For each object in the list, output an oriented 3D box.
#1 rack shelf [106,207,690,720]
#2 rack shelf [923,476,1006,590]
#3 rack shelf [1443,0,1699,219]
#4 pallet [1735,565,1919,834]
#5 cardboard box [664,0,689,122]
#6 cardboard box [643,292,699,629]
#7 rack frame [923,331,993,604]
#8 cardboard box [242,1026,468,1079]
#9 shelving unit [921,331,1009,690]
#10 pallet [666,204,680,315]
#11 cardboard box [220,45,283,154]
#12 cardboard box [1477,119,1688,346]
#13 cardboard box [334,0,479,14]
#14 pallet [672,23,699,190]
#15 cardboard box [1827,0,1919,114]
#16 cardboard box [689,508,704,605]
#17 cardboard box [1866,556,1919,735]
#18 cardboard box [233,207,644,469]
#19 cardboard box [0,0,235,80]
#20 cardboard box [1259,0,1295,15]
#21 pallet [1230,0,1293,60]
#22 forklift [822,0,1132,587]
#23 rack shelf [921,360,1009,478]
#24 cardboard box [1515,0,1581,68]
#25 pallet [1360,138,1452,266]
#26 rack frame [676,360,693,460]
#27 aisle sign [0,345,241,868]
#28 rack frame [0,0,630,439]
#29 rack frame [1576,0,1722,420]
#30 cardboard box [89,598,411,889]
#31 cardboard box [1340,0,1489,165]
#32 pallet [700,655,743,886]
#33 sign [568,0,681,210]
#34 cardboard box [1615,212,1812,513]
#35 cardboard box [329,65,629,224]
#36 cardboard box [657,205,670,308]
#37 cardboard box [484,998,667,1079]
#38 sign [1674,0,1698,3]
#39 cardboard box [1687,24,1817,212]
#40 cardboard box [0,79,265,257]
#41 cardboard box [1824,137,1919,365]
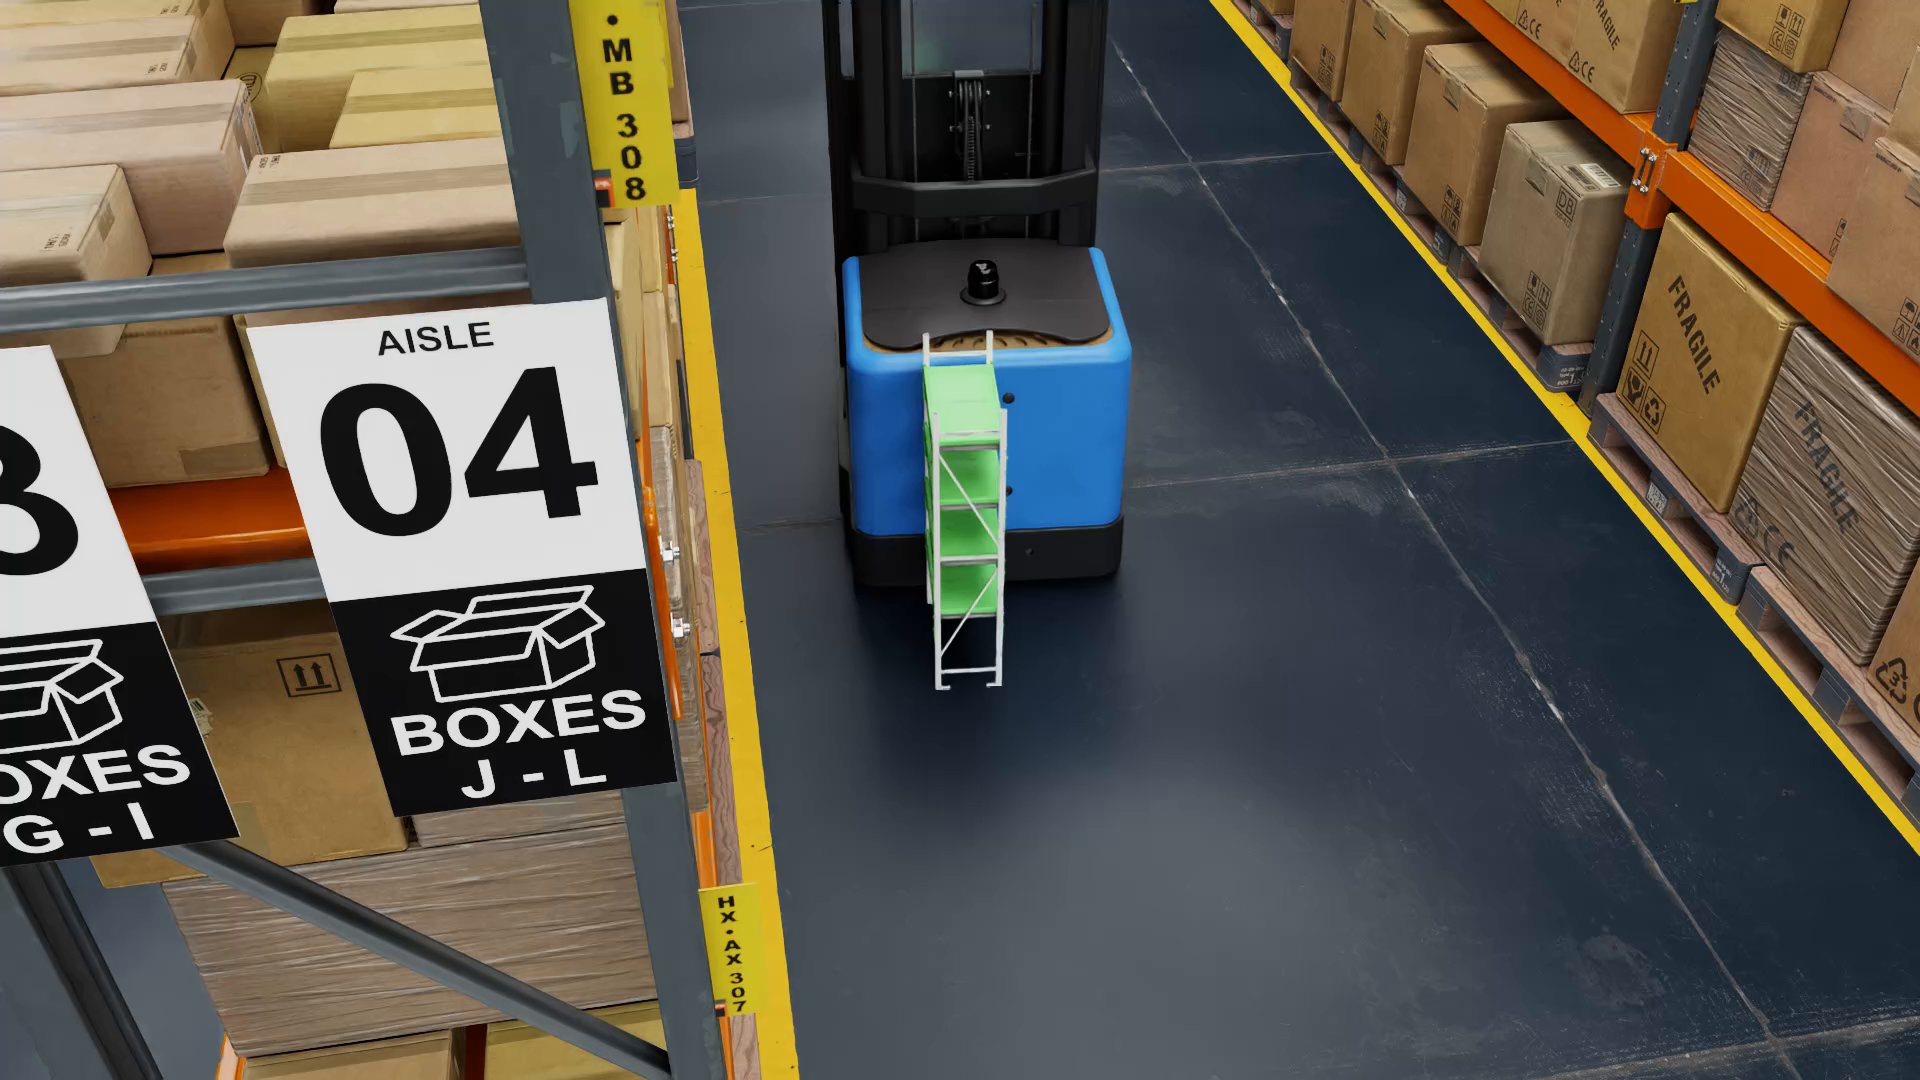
[{"bbox_3d":[-1.255,-1.031,3.774,1.077,0.370,4.000,-6,38,-8],"label":"rack shelf"},{"bbox_3d":[0.012,-0.036,5.923,0.258,0.148,0.480,-3,38,-4],"label":"rack shelf"},{"bbox_3d":[2.944,-2.735,8.412,1.077,0.370,4.000,-6,38,-8],"label":"rack shelf"},{"bbox_3d":[3.569,0.496,5.940,1.003,0.211,1.213,-6,38,-8],"label":"pallet"},{"bbox_3d":[-1.607,-2.237,6.353,1.000,1.000,1.000,-6,38,-8],"label":"cardboard box"},{"bbox_3d":[-0.813,-0.139,3.345,0.500,0.500,0.500,-6,38,-8],"label":"cardboard box"},{"bbox_3d":[-0.007,-0.236,6.076,0.240,1.200,0.015,-3,38,-4],"label":"rack frame"},{"bbox_3d":[-1.158,1.026,3.189,0.380,0.149,0.250,-6,38,-8],"label":"cardboard box"},{"bbox_3d":[0.012,-0.087,5.883,0.258,1.200,0.503,-3,38,-4],"label":"shelving unit"},{"bbox_3d":[-1.961,-1.446,8.440,1.003,0.211,1.213,-6,38,-8],"label":"pallet"},{"bbox_3d":[-1.330,-0.613,2.772,0.500,0.250,0.500,-6,38,-8],"label":"cardboard box"},{"bbox_3d":[3.098,-1.454,7.668,1.050,0.750,0.750,-6,38,-8],"label":"cardboard box"},{"bbox_3d":[-0.819,-0.875,2.784,0.380,0.149,0.250,-5,38,-6],"label":"cardboard box"},{"bbox_3d":[-1.597,-1.741,6.702,1.003,0.211,1.213,-6,38,-8],"label":"pallet"},{"bbox_3d":[3.537,-1.751,5.556,0.875,0.550,0.550,-6,38,-8],"label":"cardboard box"},{"bbox_3d":[-0.887,0.062,4.430,0.380,0.149,0.250,-6,38,-8],"label":"cardboard box"},{"bbox_3d":[3.656,0.344,5.252,0.875,0.875,0.875,-7,38,-9],"label":"cardboard box"},{"bbox_3d":[-0.735,-0.367,2.455,0.500,0.250,0.500,-5,38,-7],"label":"cardboard box"},{"bbox_3d":[-1.414,-0.812,2.703,0.380,0.149,0.250,-6,38,-8],"label":"cardboard box"},{"bbox_3d":[2.221,-3.776,10.860,0.500,0.500,0.500,-6,38,-8],"label":"cardboard box"},{"bbox_3d":[2.458,-3.598,11.210,1.003,0.211,1.213,-6,38,-8],"label":"pallet"},{"bbox_3d":[-0.002,-1.865,6.761,1.130,2.935,3.031,-3,38,-4],"label":"forklift"},{"bbox_3d":[0.012,-0.415,5.628,0.258,0.148,0.480,-3,38,-4],"label":"rack shelf"},{"bbox_3d":[2.852,-2.443,7.368,0.500,0.500,0.500,-7,38,-8],"label":"cardboard box"},{"bbox_3d":[2.868,-1.907,9.032,1.003,0.211,1.213,-6,38,-8],"label":"pallet"},{"bbox_3d":[-1.606,-1.339,6.029,1.000,3.000,0.127,-6,38,-8],"label":"rack frame"},{"bbox_3d":[-1.189,0.120,2.032,0.394,0.787,0.004,-6,38,-8],"label":"aisle sign"},{"bbox_3d":[-0.905,-1.292,1.078,1.000,3.000,0.127,-6,38,-8],"label":"rack frame"},{"bbox_3d":[3.295,-1.811,6.637,1.000,3.000,0.127,-6,38,-8],"label":"rack frame"},{"bbox_3d":[-1.244,0.220,2.883,0.500,0.500,0.500,-6,38,-8],"label":"cardboard box"},{"bbox_3d":[2.769,-2.600,9.143,1.050,0.750,0.750,-6,38,-7],"label":"cardboard box"},{"bbox_3d":[-1.236,0.902,5.416,1.003,0.211,1.213,-6,38,-8],"label":"pallet"},{"bbox_3d":[-0.370,-0.511,1.806,0.100,0.325,0.005,-6,38,-8],"label":"sign"},{"bbox_3d":[3.336,-0.751,6.661,0.875,0.875,0.875,-6,38,-7],"label":"cardboard box"},{"bbox_3d":[-0.675,-0.564,2.383,0.380,0.149,0.250,-5,38,-7],"label":"cardboard box"},{"bbox_3d":[-0.996,-0.742,4.122,0.500,0.500,0.500,-6,38,-8],"label":"cardboard box"},{"bbox_3d":[-0.720,0.978,3.250,0.380,0.149,0.250,-6,38,-8],"label":"cardboard box"},{"bbox_3d":[2.763,-2.173,6.223,0.100,0.325,0.005,-6,38,-8],"label":"sign"},{"bbox_3d":[3.372,-1.649,6.306,0.875,0.550,0.550,-6,38,-8],"label":"cardboard box"},{"bbox_3d":[-1.191,-0.510,2.314,0.380,0.149,0.250,-7,38,-9],"label":"cardboard box"},{"bbox_3d":[3.469,-0.981,5.445,0.875,0.550,0.550,-6,38,-8],"label":"cardboard box"}]
